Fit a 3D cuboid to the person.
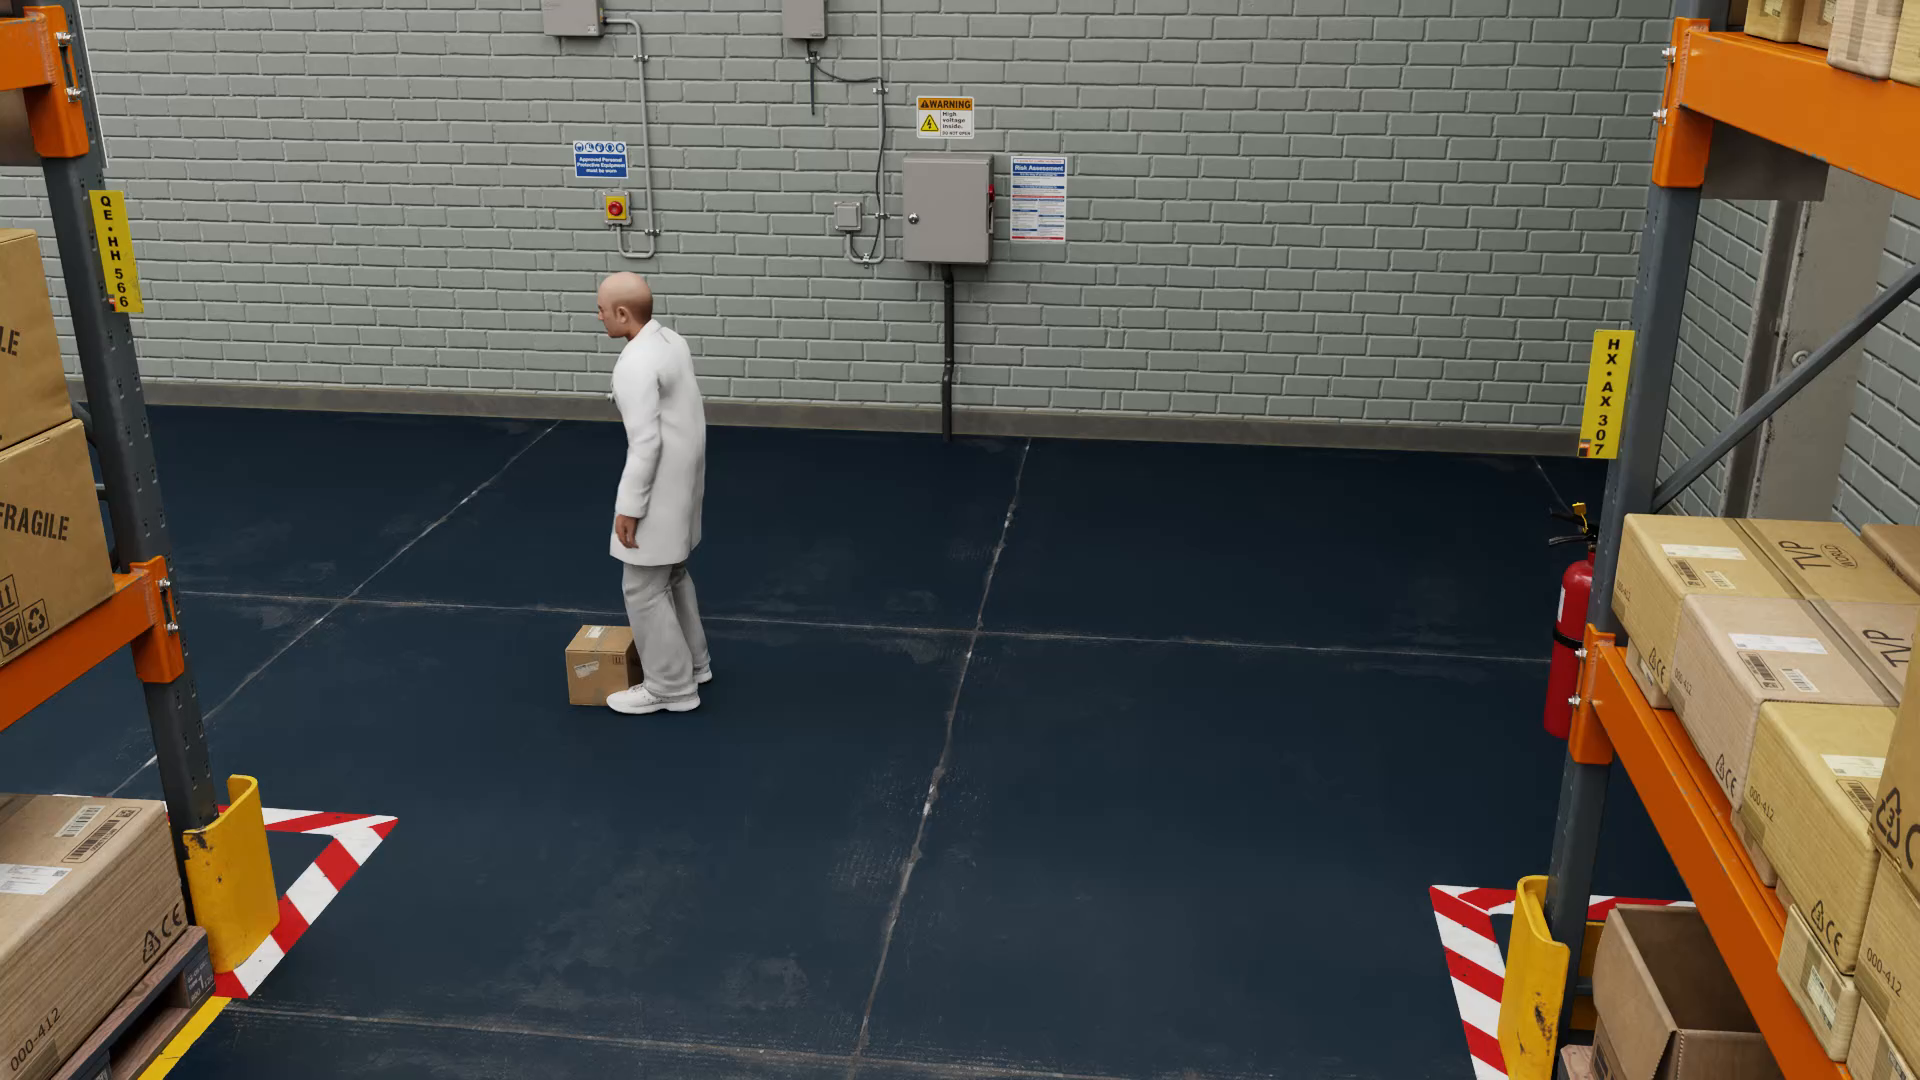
[{"bbox_3d":[-1.215,-0.186,6.590,0.427,1.773,0.643,3,21,7],"label":"person"}]
